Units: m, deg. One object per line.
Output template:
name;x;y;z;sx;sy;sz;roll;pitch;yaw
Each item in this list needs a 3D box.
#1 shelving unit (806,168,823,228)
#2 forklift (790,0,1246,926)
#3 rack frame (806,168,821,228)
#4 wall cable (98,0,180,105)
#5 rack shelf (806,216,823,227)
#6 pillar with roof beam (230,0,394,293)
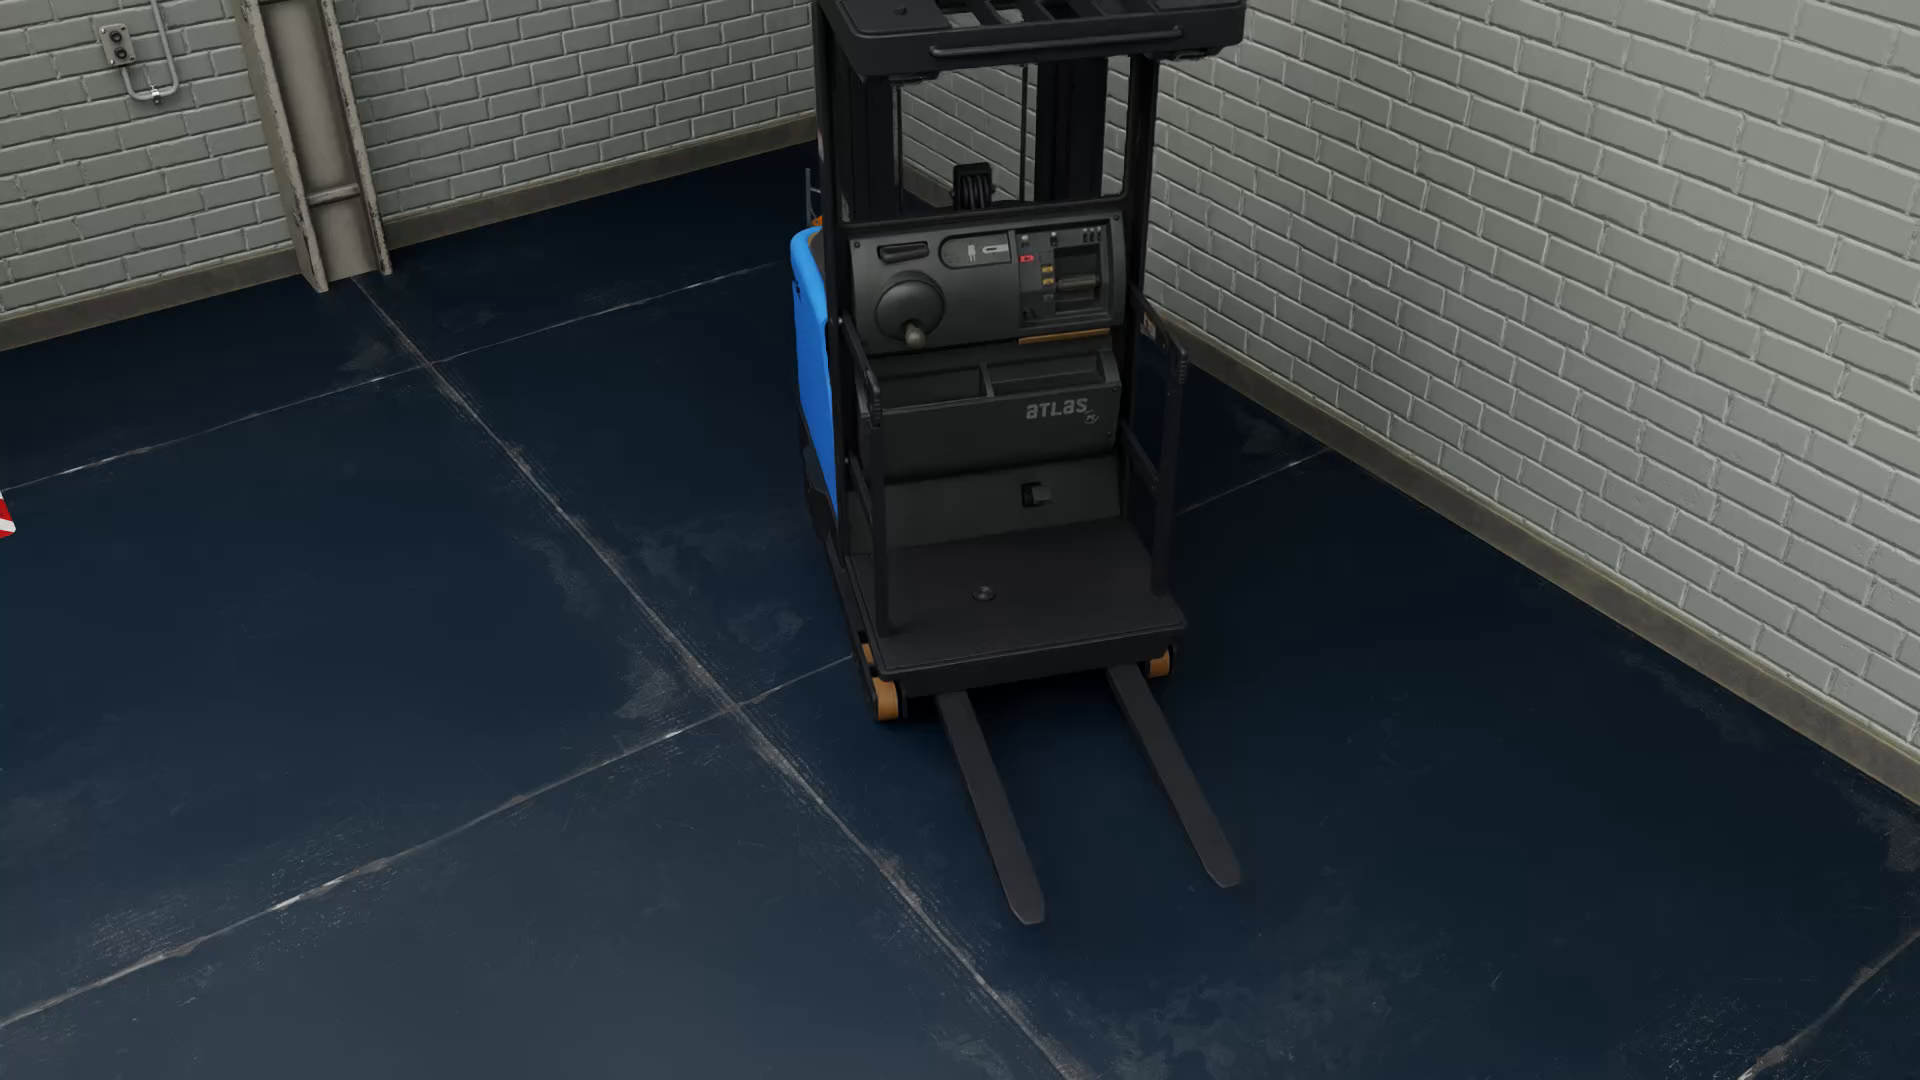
shelving unit;-0.493;-1.026;7.142;0.258;1.200;0.189;21;38;26
forklift;0.153;-0.798;5.349;1.130;2.935;3.031;-8;37;-11
rack frame;-0.543;-0.984;7.078;0.240;1.200;0.006;21;38;26
wall cable;-4.416;-2.595;6.919;1.851;1.984;0.084;-22;41;-28
rack shelf;-0.486;-1.288;6.966;0.258;0.103;0.180;21;38;26
pillar with roof beam;-0.730;-3.002;3.217;0.400;9.000;9.100;-22;41;-28
